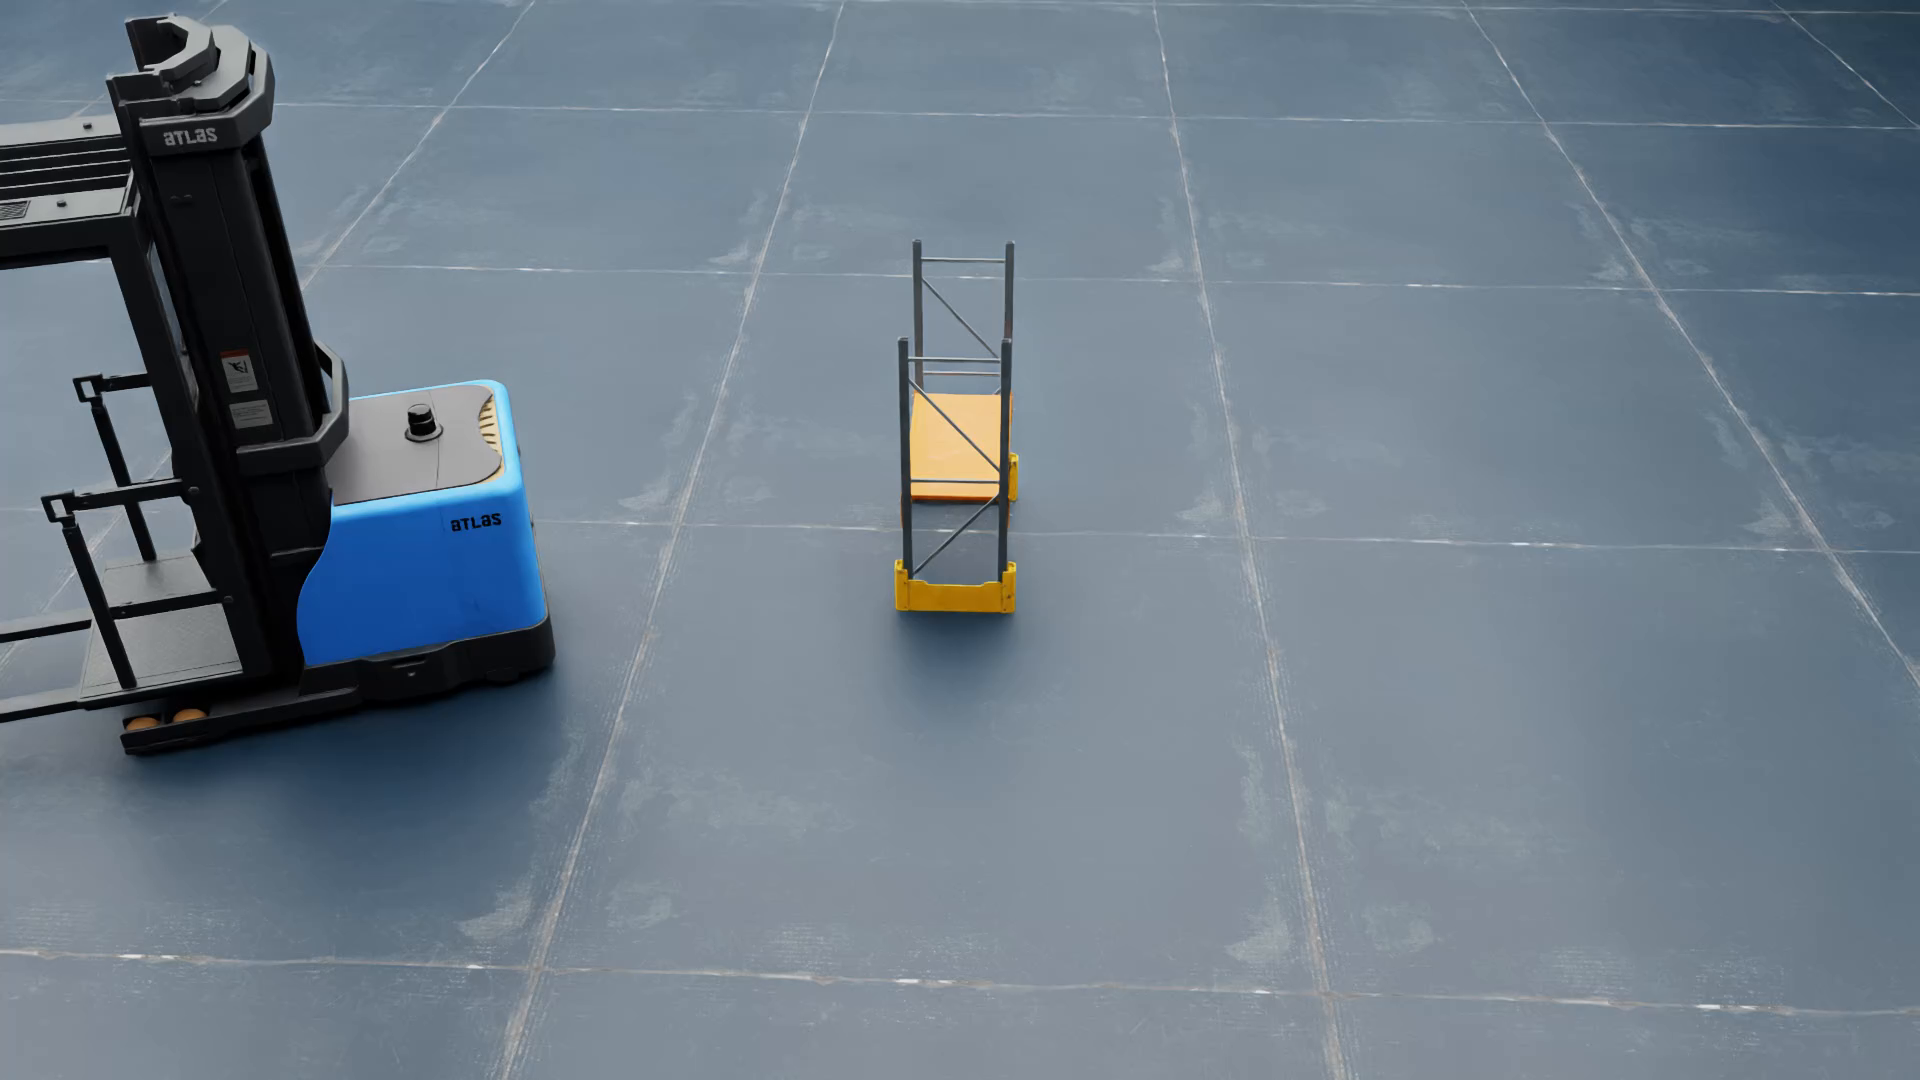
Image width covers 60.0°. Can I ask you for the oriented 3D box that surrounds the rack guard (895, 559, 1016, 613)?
[{"bbox_3d":[-0.023,0.228,8.154,0.587,0.250,0.087,1,35,2],"label":"rack guard"}]

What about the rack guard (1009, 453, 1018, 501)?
[{"bbox_3d":[0.017,-0.345,8.969,0.587,0.250,0.087,1,35,2],"label":"rack guard"}]

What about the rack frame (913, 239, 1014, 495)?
[{"bbox_3d":[0.017,-0.857,8.610,0.500,1.500,0.032,1,35,2],"label":"rack frame"}]

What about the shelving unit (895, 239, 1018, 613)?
[{"bbox_3d":[-0.003,-0.570,8.202,0.587,1.500,1.083,1,35,2],"label":"shelving unit"}]

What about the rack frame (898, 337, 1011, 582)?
[{"bbox_3d":[-0.024,-0.273,7.779,0.500,1.500,0.032,1,35,2],"label":"rack frame"}]

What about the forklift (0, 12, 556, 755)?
[{"bbox_3d":[-3.473,-0.591,6.987,3.031,2.935,1.130,-10,36,-14],"label":"forklift"}]

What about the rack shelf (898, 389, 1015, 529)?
[{"bbox_3d":[-0.003,-0.417,8.298,0.538,0.185,1.000,1,35,2],"label":"rack shelf"}]
